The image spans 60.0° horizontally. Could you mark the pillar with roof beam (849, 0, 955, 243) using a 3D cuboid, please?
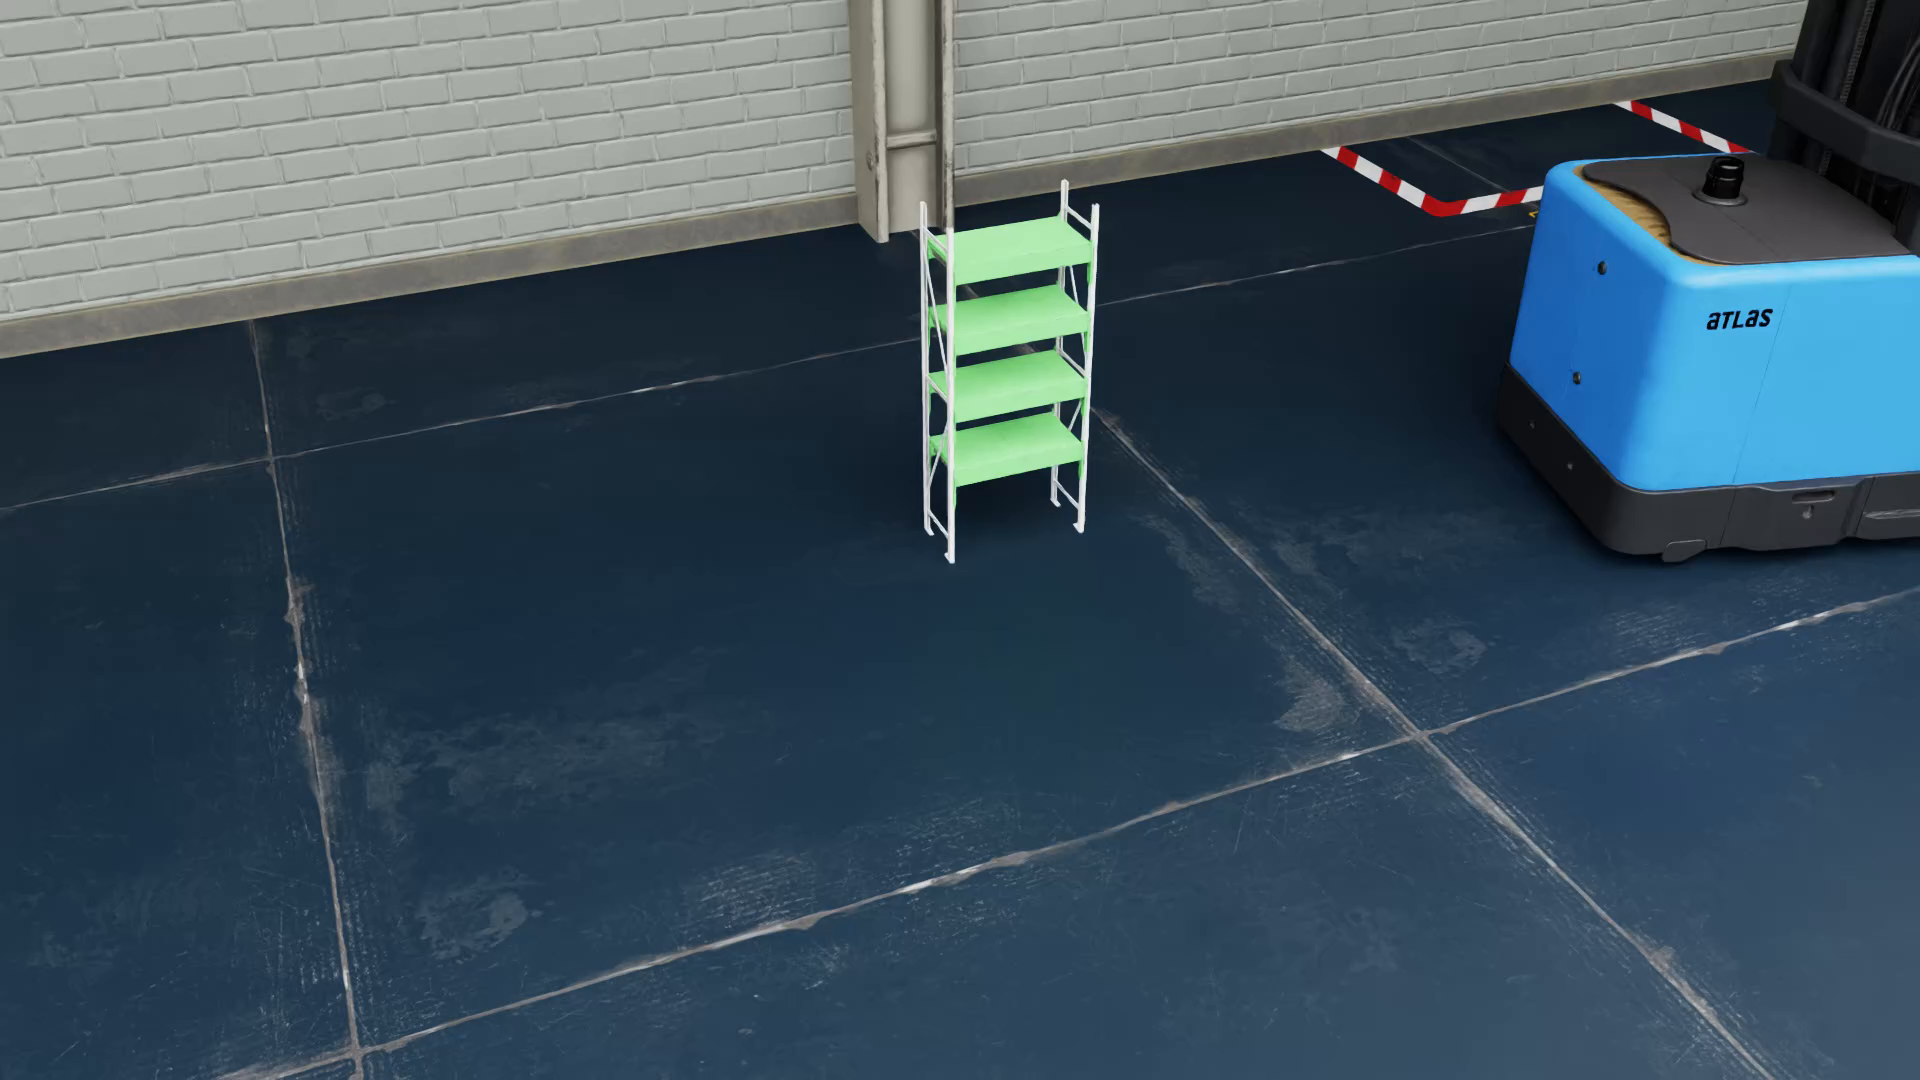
[{"bbox_3d":[1.400,-3.141,2.326,0.400,9.000,9.100,-13,35,-19],"label":"pillar with roof beam"}]

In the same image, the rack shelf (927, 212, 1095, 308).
[{"bbox_3d":[0.153,-0.887,5.250,0.480,0.148,0.258,-13,35,-19],"label":"rack shelf"}]

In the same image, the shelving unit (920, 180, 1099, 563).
[{"bbox_3d":[0.153,-0.538,5.476,0.503,1.200,0.258,-13,35,-19],"label":"shelving unit"}]

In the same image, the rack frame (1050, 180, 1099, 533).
[{"bbox_3d":[0.378,-0.589,5.556,0.015,1.200,0.240,-13,35,-19],"label":"rack frame"}]

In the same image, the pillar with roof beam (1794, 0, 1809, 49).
[{"bbox_3d":[6.932,-4.408,4.273,0.400,9.000,9.100,-13,35,-19],"label":"pillar with roof beam"}]

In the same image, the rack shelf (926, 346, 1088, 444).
[{"bbox_3d":[0.153,-0.484,5.511,0.480,0.148,0.258,-13,35,-19],"label":"rack shelf"}]

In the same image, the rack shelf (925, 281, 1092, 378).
[{"bbox_3d":[0.153,-0.685,5.380,0.480,0.148,0.258,-13,35,-19],"label":"rack shelf"}]

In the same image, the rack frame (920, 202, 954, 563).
[{"bbox_3d":[-0.072,-0.486,5.397,0.015,1.200,0.240,-13,35,-19],"label":"rack frame"}]

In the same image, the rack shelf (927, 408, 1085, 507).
[{"bbox_3d":[0.153,-0.283,5.642,0.480,0.148,0.258,-13,35,-19],"label":"rack shelf"}]

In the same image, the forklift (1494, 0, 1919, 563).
[{"bbox_3d":[3.593,-1.512,5.386,3.031,2.935,1.130,-5,33,-7],"label":"forklift"}]
